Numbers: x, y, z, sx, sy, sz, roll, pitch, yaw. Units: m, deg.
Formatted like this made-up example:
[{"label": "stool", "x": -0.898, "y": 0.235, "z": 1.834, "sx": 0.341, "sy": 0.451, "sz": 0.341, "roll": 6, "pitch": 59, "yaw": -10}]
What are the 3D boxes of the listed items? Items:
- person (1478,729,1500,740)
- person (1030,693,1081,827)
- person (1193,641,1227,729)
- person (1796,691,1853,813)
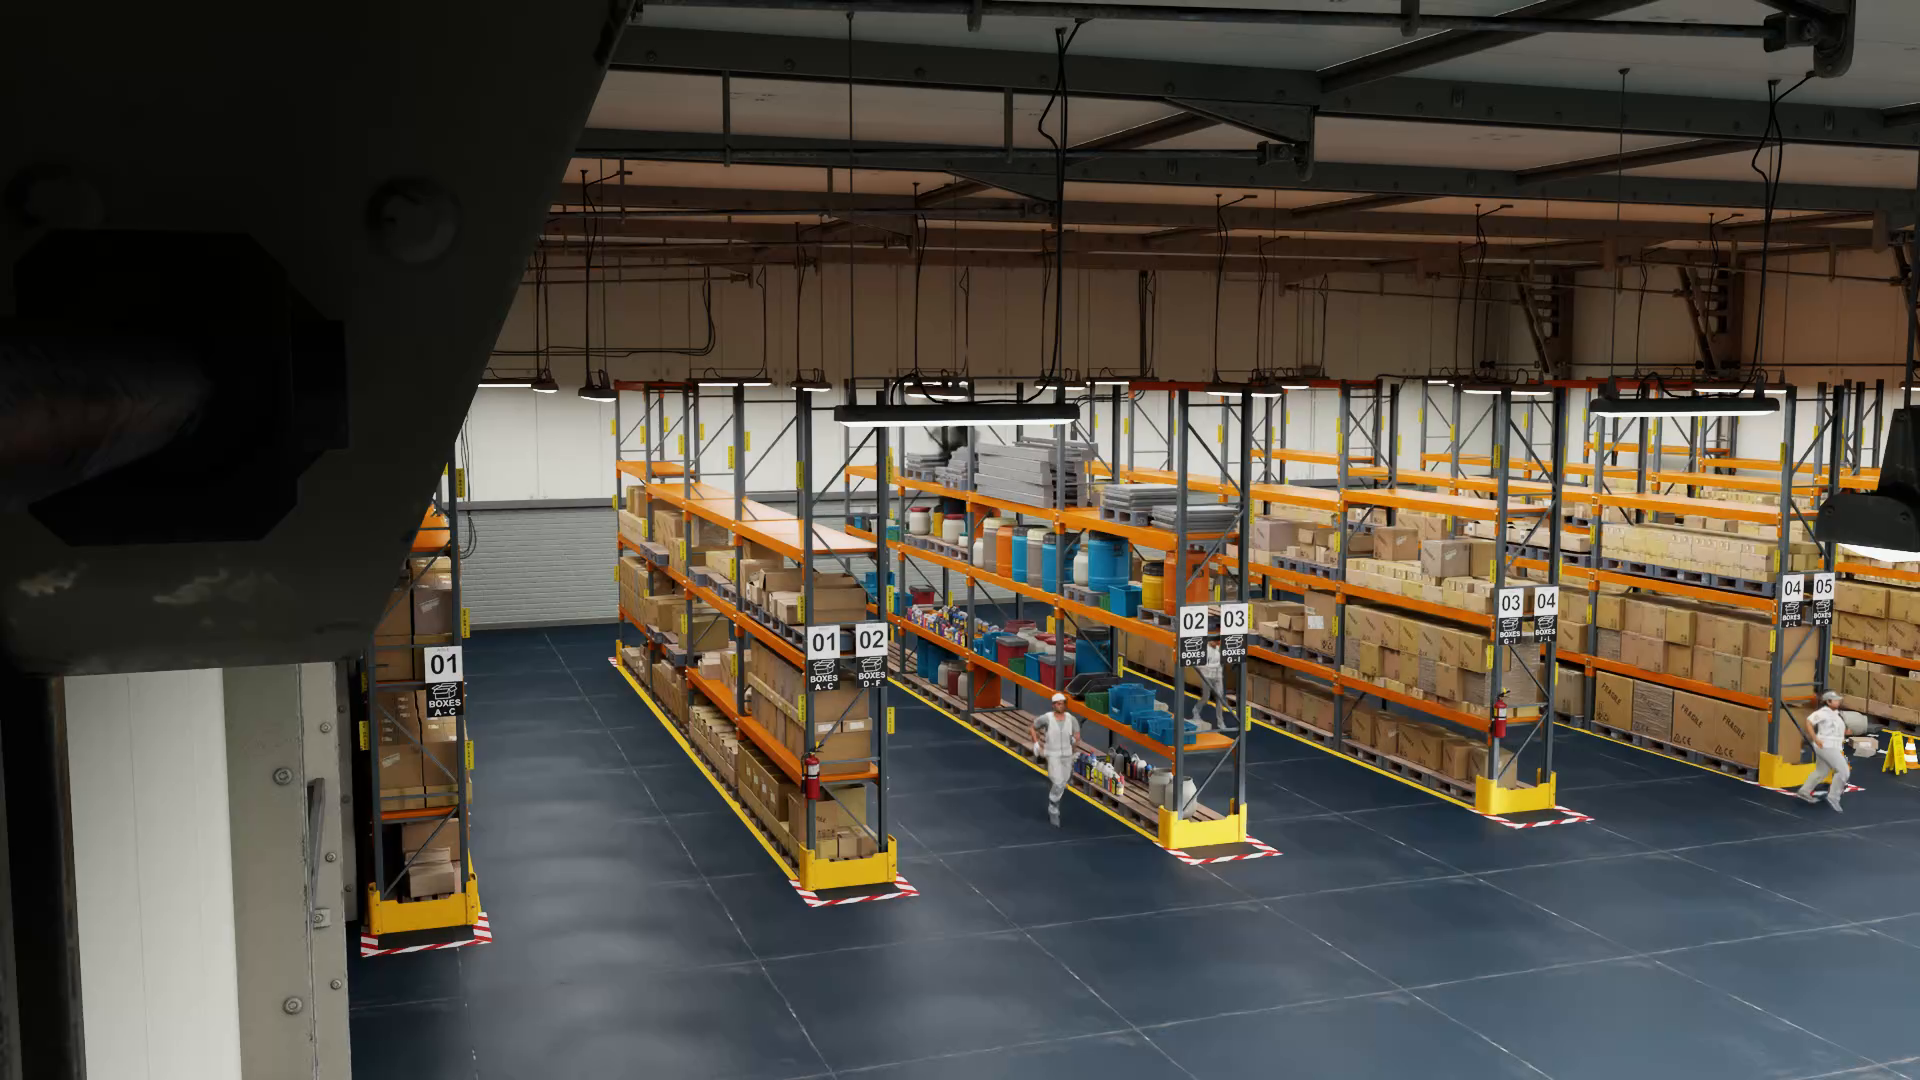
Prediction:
[{"label": "person", "x": 9.028, "y": 2.545, "z": 28.042, "sx": 0.557, "sy": 1.654, "sz": 0.549, "roll": -4, "pitch": 7, "yaw": -35}, {"label": "person", "x": 1.354, "y": 3.021, "z": 22.951, "sx": 0.644, "sy": 1.829, "sz": 0.752, "roll": -2, "pitch": 6, "yaw": -21}, {"label": "person", "x": 4.370, "y": 2.412, "z": 28.906, "sx": 0.638, "sy": 1.701, "sz": 0.883, "roll": -3, "pitch": 7, "yaw": -26}, {"label": "person", "x": 12.393, "y": 3.008, "z": 23.801, "sx": 0.671, "sy": 1.703, "sz": 0.599, "roll": 4, "pitch": 7, "yaw": 35}]
